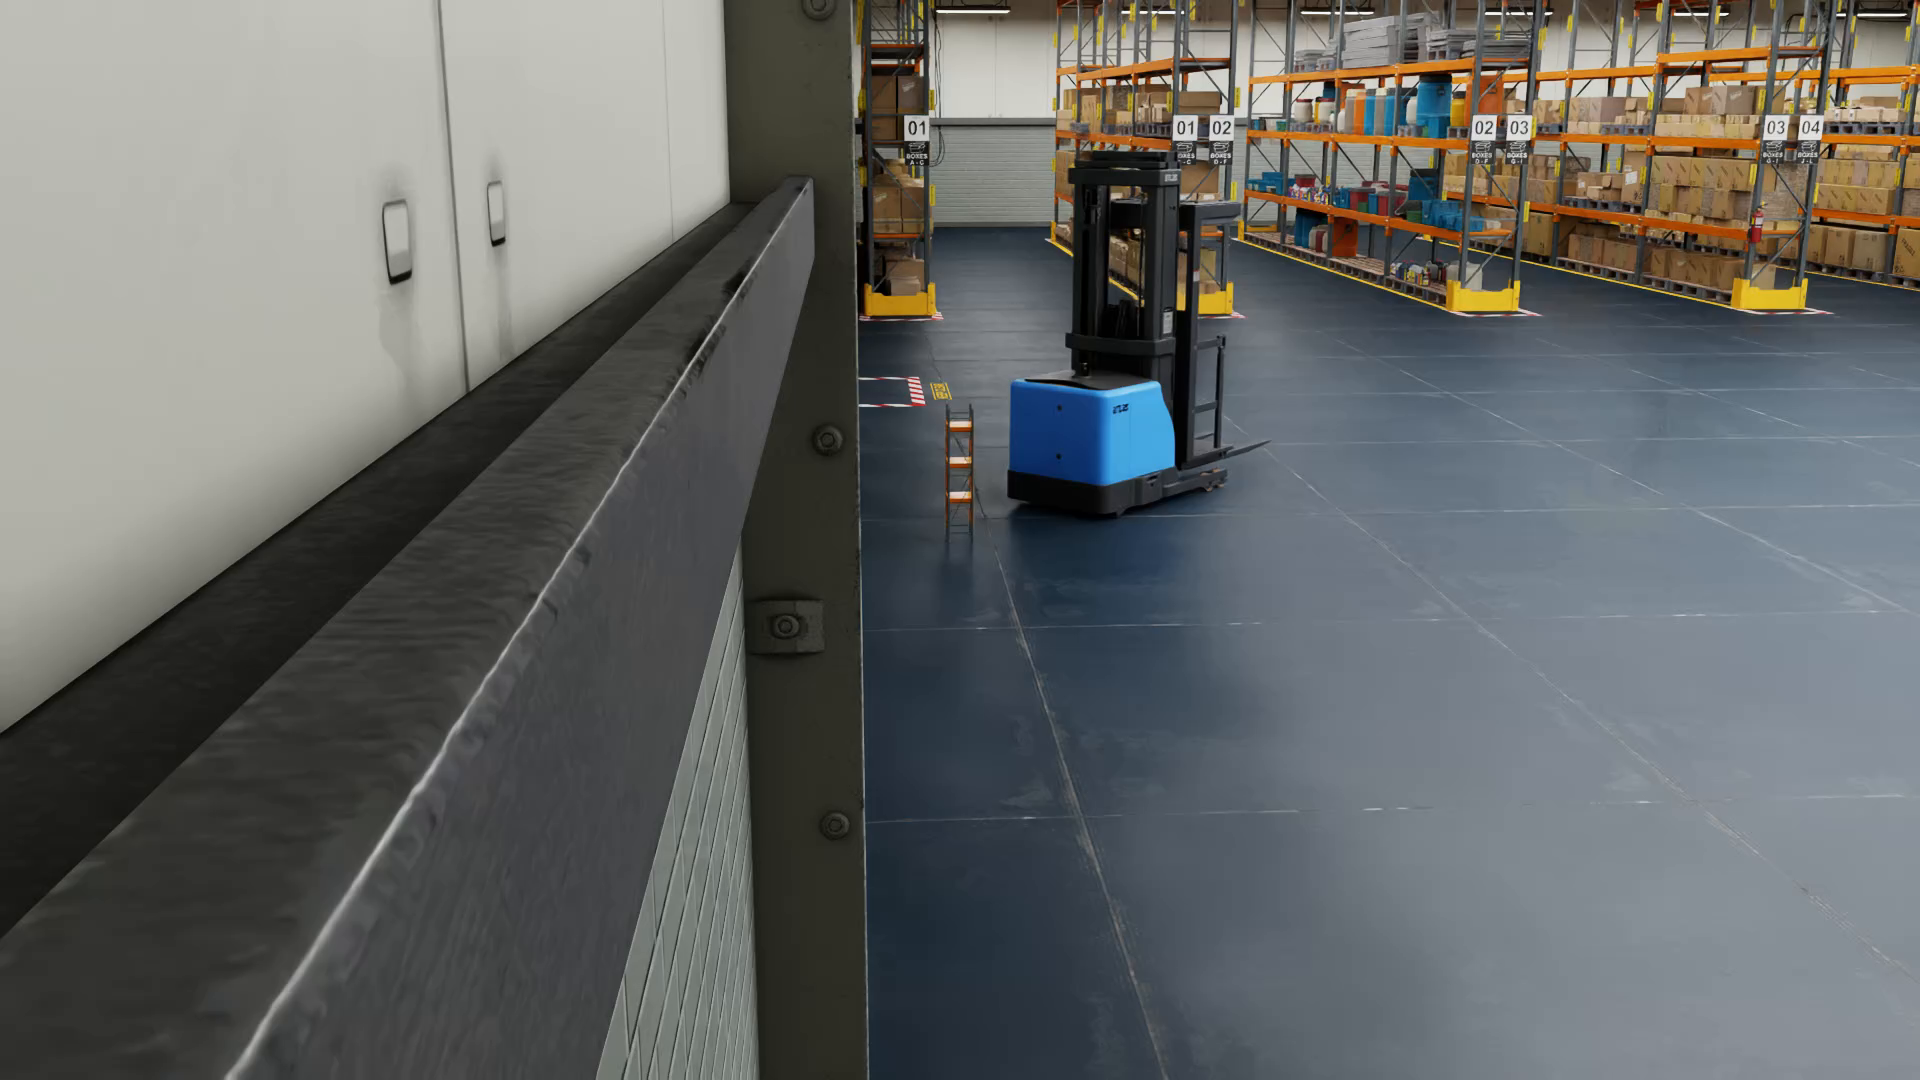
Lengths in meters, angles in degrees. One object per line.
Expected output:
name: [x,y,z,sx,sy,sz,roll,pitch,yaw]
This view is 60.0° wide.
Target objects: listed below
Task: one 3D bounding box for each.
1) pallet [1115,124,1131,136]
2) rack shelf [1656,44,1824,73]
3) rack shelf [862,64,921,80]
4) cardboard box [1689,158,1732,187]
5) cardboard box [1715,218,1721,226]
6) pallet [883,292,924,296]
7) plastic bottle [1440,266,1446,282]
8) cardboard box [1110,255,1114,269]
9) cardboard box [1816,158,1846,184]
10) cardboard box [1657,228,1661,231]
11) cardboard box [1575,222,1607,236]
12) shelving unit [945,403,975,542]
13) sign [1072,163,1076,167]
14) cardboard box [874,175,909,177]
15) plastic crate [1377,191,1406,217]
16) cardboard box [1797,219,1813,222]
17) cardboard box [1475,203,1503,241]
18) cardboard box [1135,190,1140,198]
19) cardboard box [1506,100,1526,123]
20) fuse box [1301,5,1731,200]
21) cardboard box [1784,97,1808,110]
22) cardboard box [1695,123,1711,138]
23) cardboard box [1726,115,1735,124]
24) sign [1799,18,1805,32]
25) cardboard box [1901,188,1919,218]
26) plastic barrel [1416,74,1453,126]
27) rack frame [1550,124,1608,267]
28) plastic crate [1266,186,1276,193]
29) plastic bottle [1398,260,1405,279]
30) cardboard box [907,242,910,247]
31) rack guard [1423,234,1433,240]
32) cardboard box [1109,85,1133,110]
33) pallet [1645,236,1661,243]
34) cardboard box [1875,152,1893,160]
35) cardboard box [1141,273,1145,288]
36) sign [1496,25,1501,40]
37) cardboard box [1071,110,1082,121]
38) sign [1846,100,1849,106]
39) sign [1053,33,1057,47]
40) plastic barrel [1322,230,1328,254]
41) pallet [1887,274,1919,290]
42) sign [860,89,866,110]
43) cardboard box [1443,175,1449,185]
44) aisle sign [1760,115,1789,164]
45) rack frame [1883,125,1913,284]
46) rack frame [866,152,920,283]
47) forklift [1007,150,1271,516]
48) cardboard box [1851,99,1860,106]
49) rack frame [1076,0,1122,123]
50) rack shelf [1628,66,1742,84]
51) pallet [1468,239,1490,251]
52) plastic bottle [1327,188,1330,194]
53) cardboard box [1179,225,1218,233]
pallet: [3.654,-8.163,33.094,1.003,0.211,1.213,0,14,-1]
rack shelf: [13.709,-8.463,29.309,1.077,0.370,4.000,-1,14,-3]
rack shelf: [-1.370,-9.036,32.333,1.077,0.370,4.000,-1,14,-3]
cardboard box: [13.465,-6.593,29.826,0.500,0.500,0.500,-1,14,-3]
cardboard box: [13.554,-5.605,29.295,0.380,0.149,0.250,-1,14,-3]
pallet: [-1.018,-4.052,28.350,1.003,0.211,1.213,-1,14,-3]
plastic bottle: [8.901,-4.900,30.619,0.061,0.283,0.133,-1,14,-3]
cardboard box: [3.291,-5.603,33.458,0.500,0.250,0.500,-1,14,-2]
cardboard box: [18.345,-7.746,34.906,0.700,0.500,0.500,-1,14,-4]
cardboard box: [17.697,-7.813,41.656,0.380,0.149,0.250,-2,15,-6]
cardboard box: [13.409,-6.599,35.283,0.500,0.250,0.500,0,14,-1]
shelving unit: [-0.003,-0.522,12.947,0.215,1.050,0.252,-1,14,-3]
sign: [2.661,-8.651,38.894,0.100,0.325,0.005,-1,14,-3]
cardboard box: [-1.355,-7.005,33.150,0.700,0.500,0.500,-1,14,-3]
plastic crate: [8.307,-6.475,32.044,0.402,0.464,0.583,-1,14,-3]
cardboard box: [18.493,-6.982,36.813,0.500,0.250,0.500,-2,15,-6]
cardboard box: [13.129,-7.734,40.488,0.875,0.875,0.875,-1,14,-3]
cardboard box: [3.634,-6.624,32.549,0.500,0.500,0.500,0,14,1]
cardboard box: [13.136,-9.955,38.634,0.700,0.500,0.500,-1,14,-2]
fuse box: [15.073,-11.654,43.135,15.300,4.967,11.253,-1,14,-3]
cardboard box: [18.010,-9.419,35.860,0.396,0.266,0.258,-1,14,-3]
cardboard box: [13.456,-7.283,29.593,0.500,0.250,0.500,-1,14,-4]
cardboard box: [13.440,-7.242,28.636,0.380,0.149,0.250,-1,14,-3]
sign: [17.753,-10.836,35.050,0.100,0.325,0.005,-1,14,-3]
cardboard box: [18.577,-6.437,31.725,0.875,0.550,0.550,-1,14,-3]
plastic barrel: [8.597,-7.978,30.145,0.600,0.901,0.708,-1,14,-3]
rack frame: [13.338,-7.400,35.766,1.000,3.000,0.127,-1,14,-3]
plastic crate: [7.738,-8.648,41.026,0.293,0.136,0.466,-1,14,-3]
plastic bottle: [8.278,-5.051,31.073,0.144,0.351,0.185,0,14,-2]
cardboard box: [-1.397,-5.994,34.438,0.700,0.500,0.500,-1,14,-3]
rack guard: [12.841,-8.185,43.833,1.175,0.500,0.348,-1,14,-3]
cardboard box: [3.429,-9.342,35.086,0.500,0.500,0.500,-1,14,-3]
pallet: [17.891,-7.566,42.009,1.003,0.211,1.213,-1,14,-3]
cardboard box: [22.676,-9.193,40.529,0.500,0.500,0.500,-1,14,-4]
cardboard box: [3.513,-4.631,29.683,0.500,0.250,0.500,-1,14,-3]
sign: [12.534,-11.826,38.739,0.100,0.325,0.005,-1,14,-3]
cardboard box: [2.901,-9.981,39.078,0.500,0.250,0.500,-1,14,-3]
sign: [23.275,-11.390,43.638,0.100,0.325,0.005,-1,14,-3]
sign: [2.413,-12.625,42.002,0.100,0.325,0.005,-1,14,-3]
plastic barrel: [8.223,-6.582,36.739,0.421,0.512,0.421,0,14,0]
pallet: [18.511,-4.915,31.707,1.003,0.211,1.213,-1,14,-3]
sign: [-1.553,-7.059,26.644,0.100,0.325,0.005,-1,14,-3]
cardboard box: [12.641,-9.208,42.498,0.500,0.250,0.500,-1,14,-4]
aisle sign: [13.538,-6.649,27.631,0.394,0.787,0.004,-1,14,-3]
rack frame: [18.542,-6.456,32.100,1.000,3.000,0.127,-1,14,-3]
rack frame: [-1.246,-6.175,31.008,1.000,3.000,0.127,-1,14,-3]
forklift: [1.735,-1.920,14.608,1.130,2.935,3.031,12,19,38]
cardboard box: [22.708,-10.791,41.685,0.500,0.500,0.500,-1,14,-2]
rack frame: [3.202,-11.148,38.294,1.000,3.000,0.127,-1,14,-3]
rack shelf: [17.923,-11.499,41.108,1.077,0.370,4.000,-1,14,-3]
pallet: [13.121,-7.234,40.720,1.003,0.211,1.213,-1,14,-3]
plastic bottle: [8.432,-7.906,37.994,0.097,0.271,0.097,0,14,0]
cardboard box: [3.930,-5.423,27.882,0.700,0.500,0.500,-1,14,-3]
